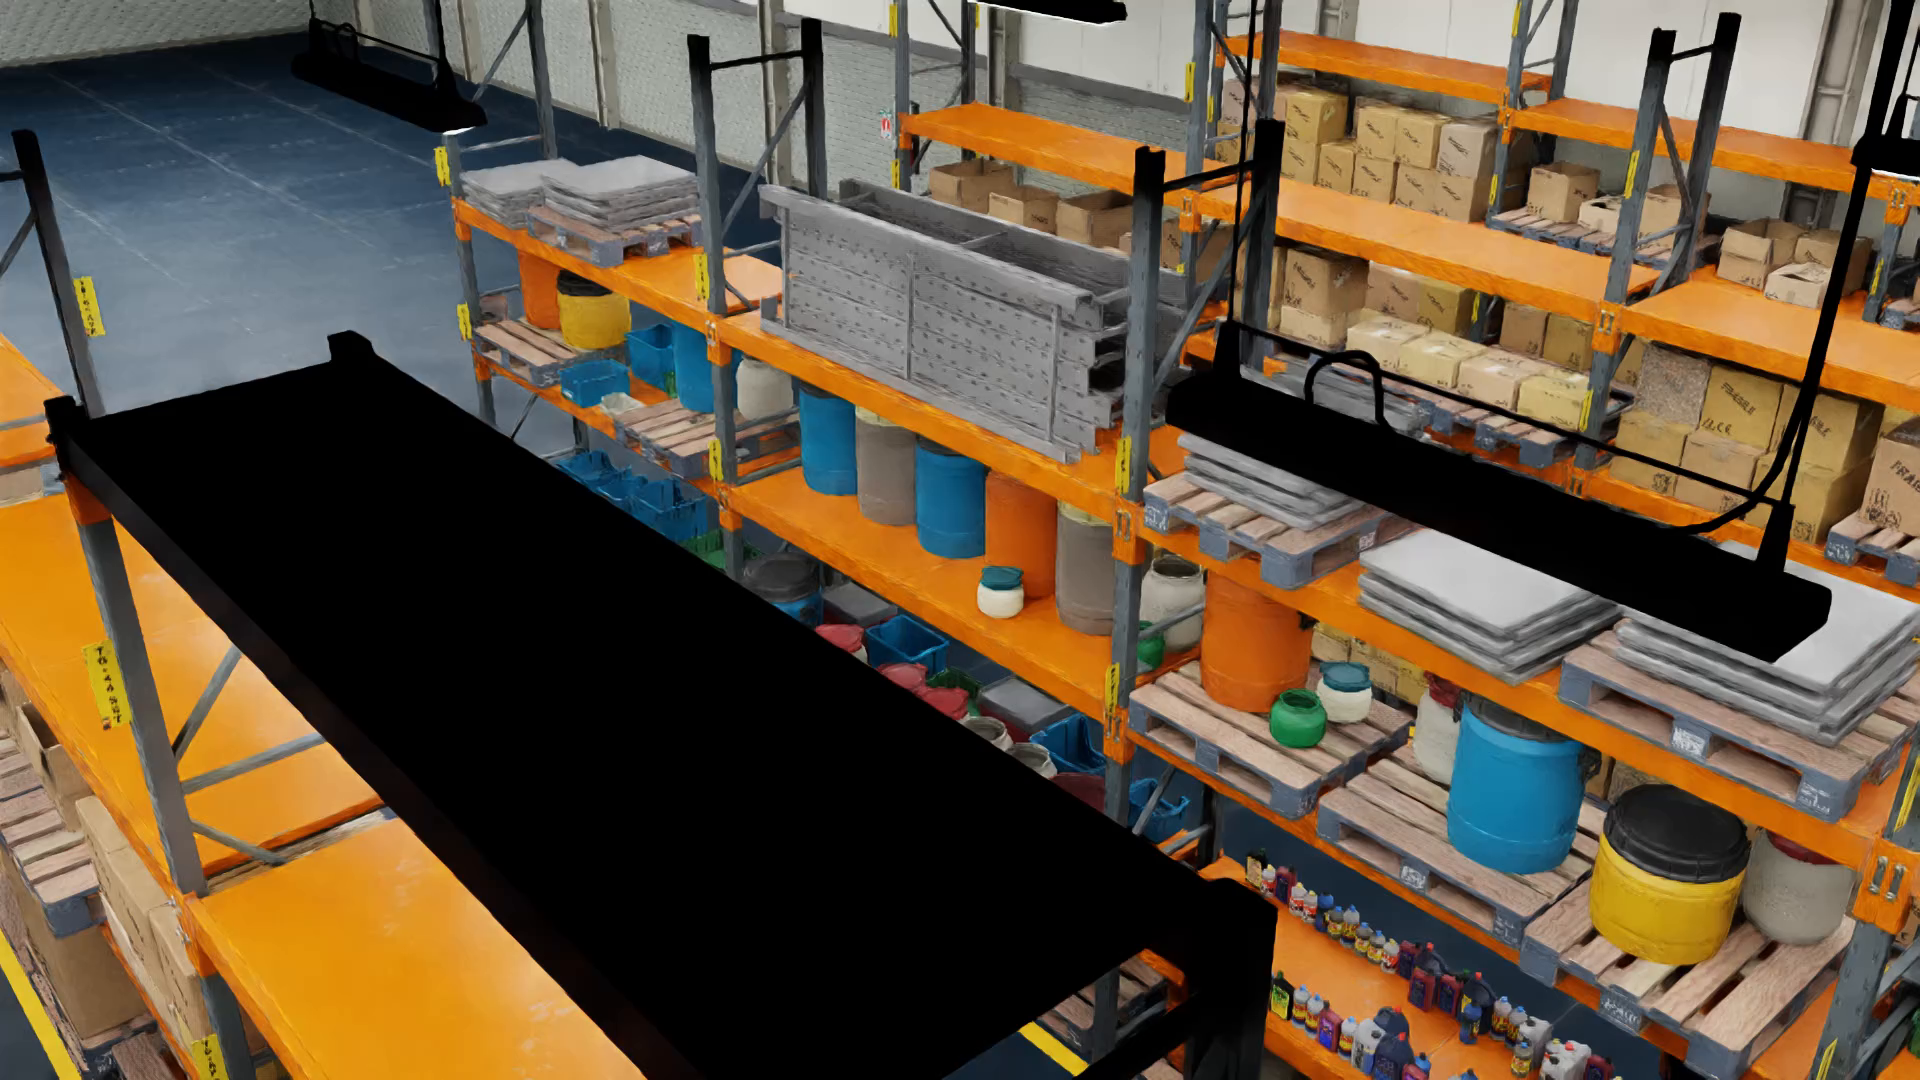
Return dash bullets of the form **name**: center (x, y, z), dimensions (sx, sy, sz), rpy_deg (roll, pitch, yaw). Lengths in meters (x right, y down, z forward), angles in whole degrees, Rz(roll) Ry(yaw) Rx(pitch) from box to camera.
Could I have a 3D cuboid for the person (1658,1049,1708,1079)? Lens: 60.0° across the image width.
- **person**: center (4.338, 3.086, 9.683), dimensions (0.530, 1.639, 0.429), rpy_deg (8, 28, 15)
